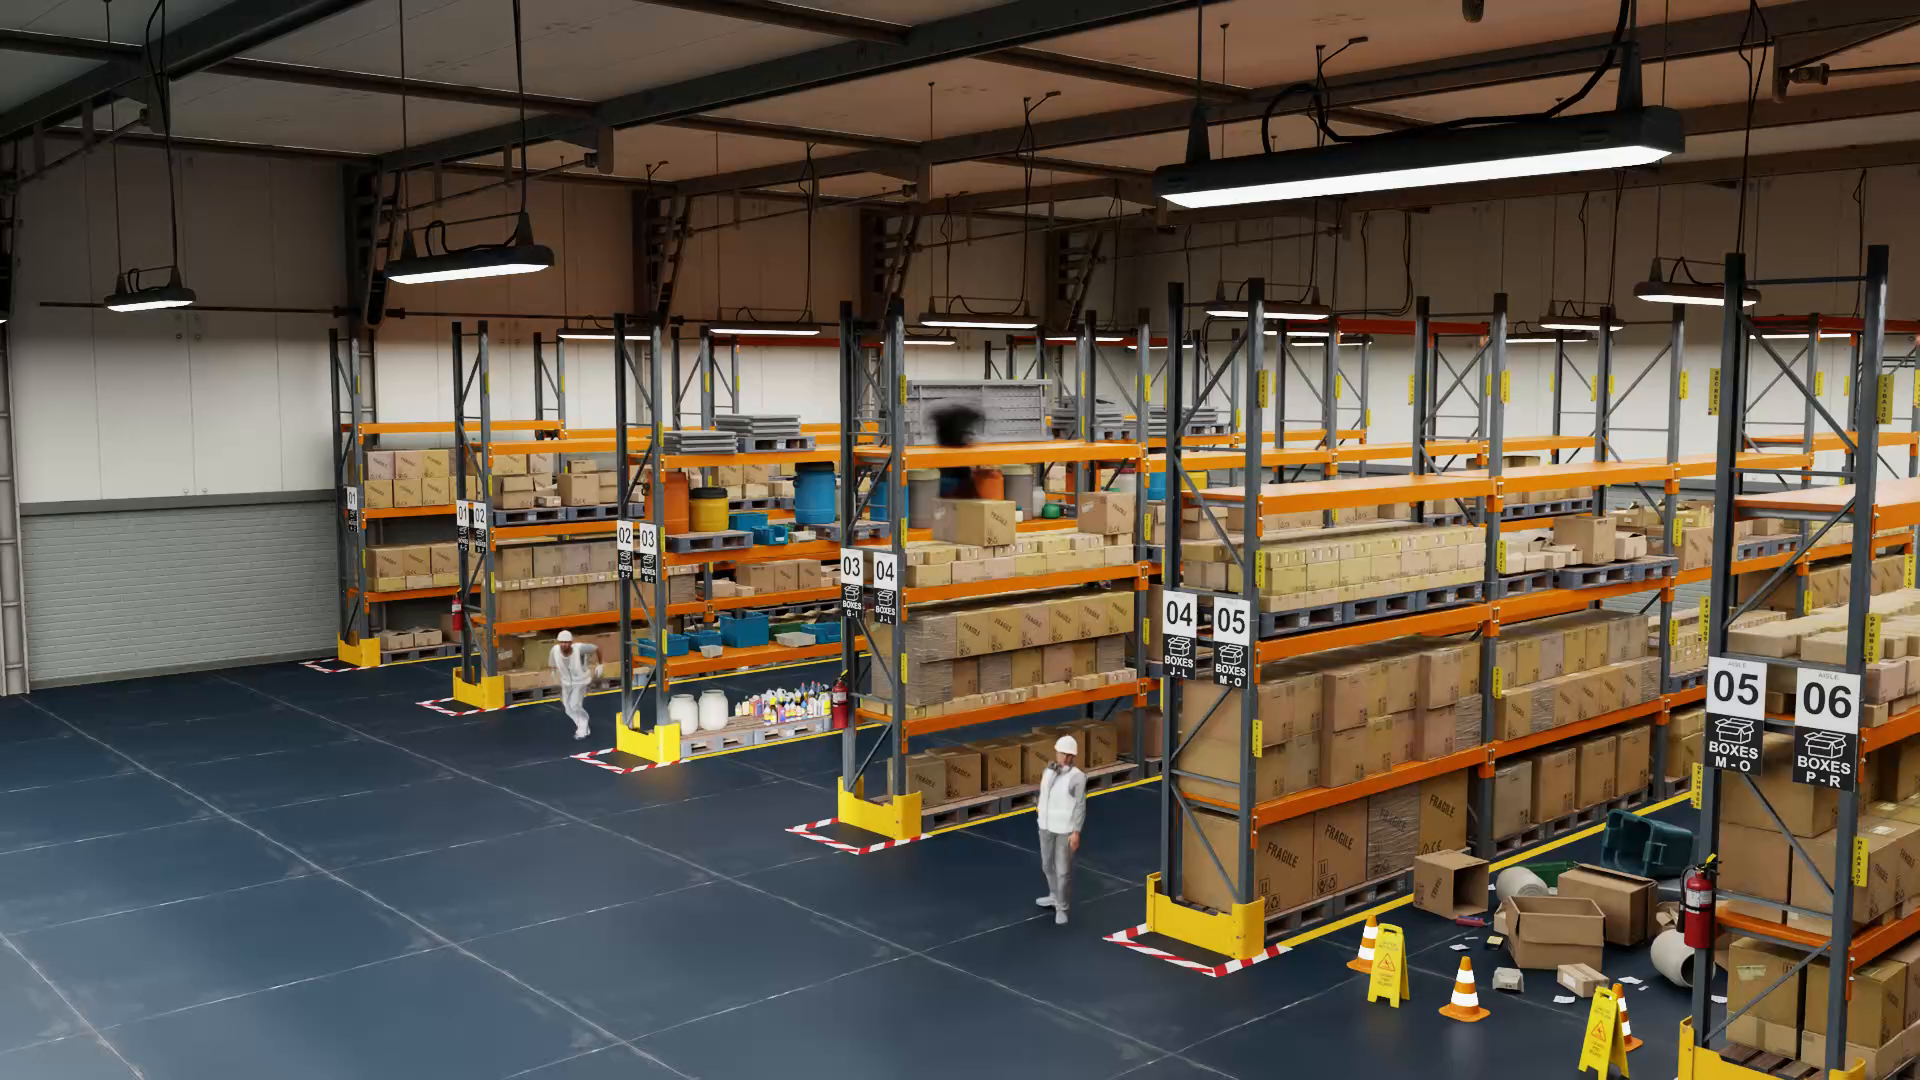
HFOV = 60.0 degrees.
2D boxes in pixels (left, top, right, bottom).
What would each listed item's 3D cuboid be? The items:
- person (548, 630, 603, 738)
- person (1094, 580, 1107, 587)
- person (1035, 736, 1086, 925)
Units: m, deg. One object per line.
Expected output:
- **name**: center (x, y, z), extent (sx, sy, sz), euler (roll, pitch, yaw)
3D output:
- **person**: center (-5.409, 2.043, 23.393), extent (0.699, 1.619, 0.905), euler (1, 6, 12)
- **person**: center (2.813, 1.092, 32.840), extent (0.600, 1.629, 0.565), euler (-5, 8, -41)
- **person**: center (0.935, 2.744, 15.868), extent (0.471, 1.787, 0.691), euler (-6, 8, -45)
